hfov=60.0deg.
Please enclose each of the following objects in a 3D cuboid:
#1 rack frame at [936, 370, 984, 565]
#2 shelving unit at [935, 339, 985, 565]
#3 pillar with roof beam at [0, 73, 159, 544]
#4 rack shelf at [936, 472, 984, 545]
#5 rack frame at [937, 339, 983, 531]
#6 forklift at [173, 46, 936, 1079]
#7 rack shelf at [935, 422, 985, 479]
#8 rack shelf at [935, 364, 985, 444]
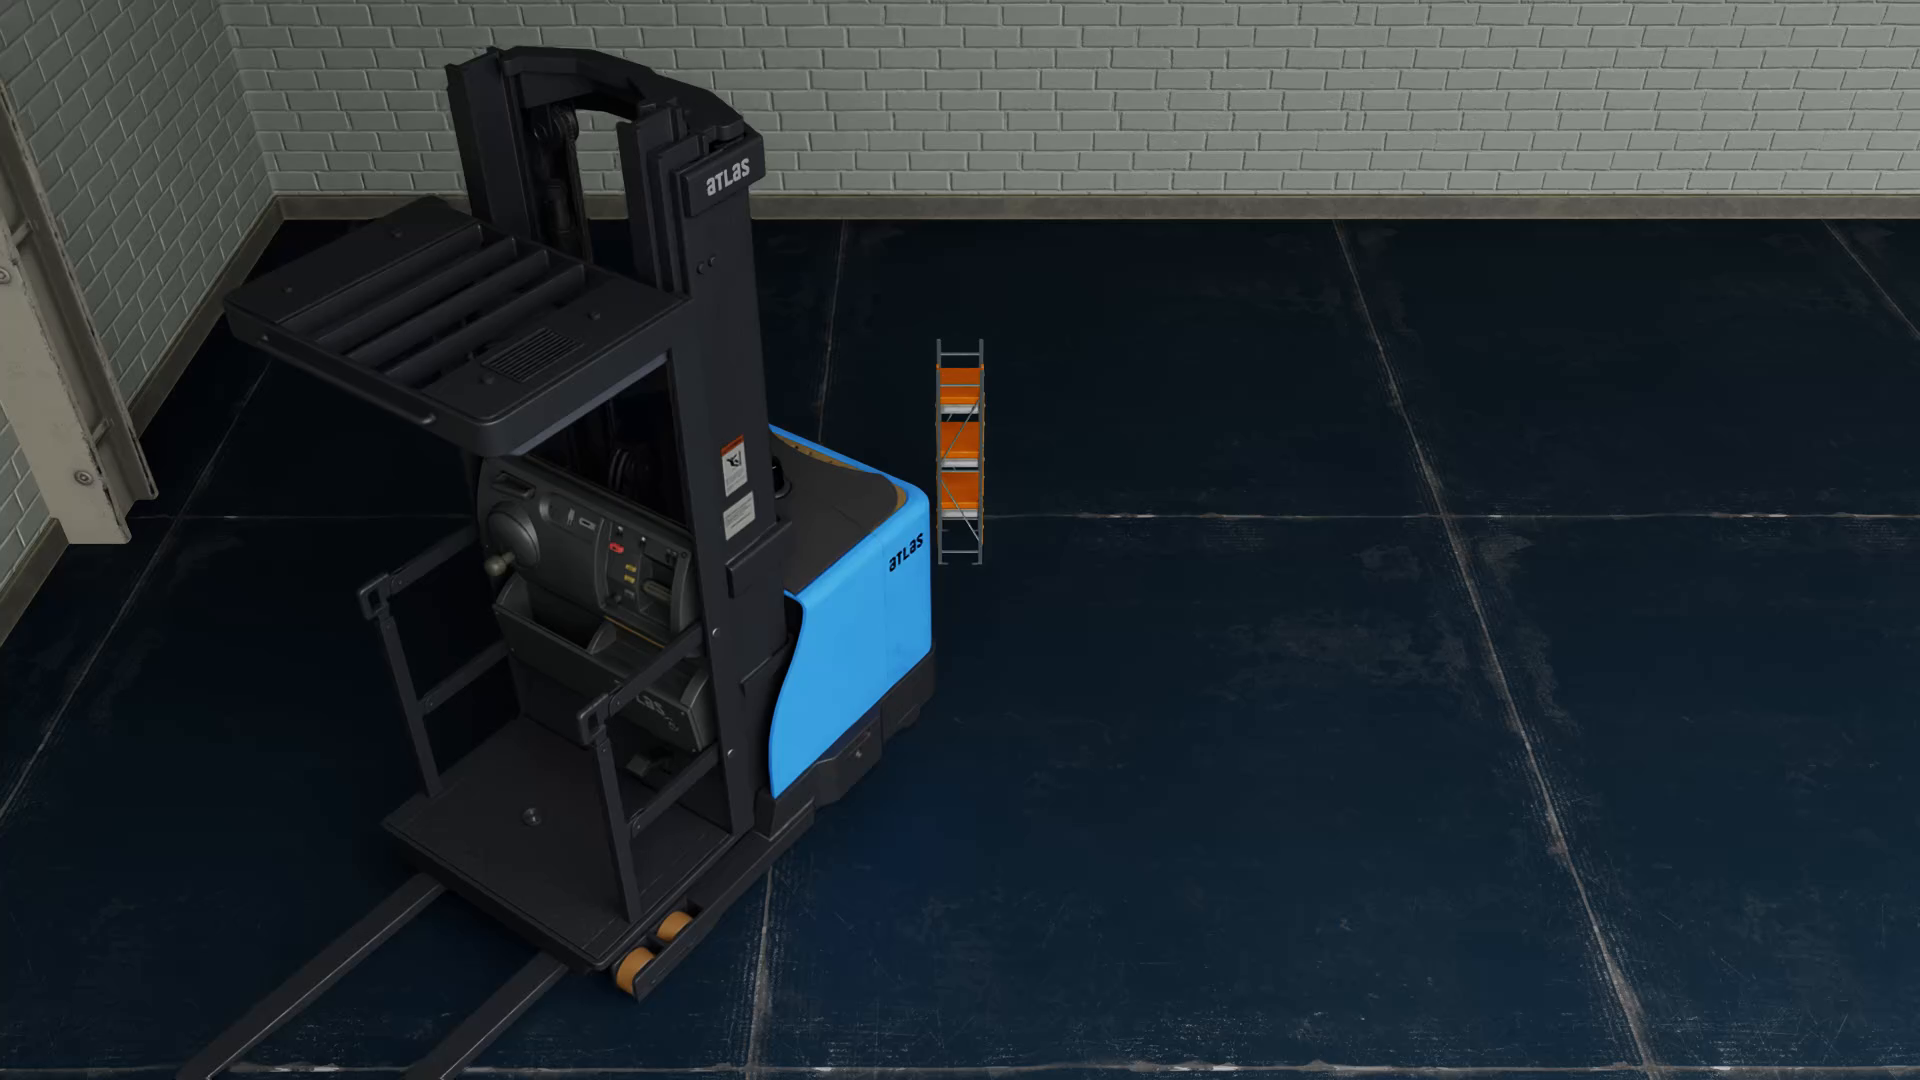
[{"bbox_3d":[0.000,-0.300,7.285,0.200,1.050,0.008,0,39,0],"label":"rack frame"},{"bbox_3d":[0.000,-0.376,7.380,0.215,1.050,0.252,0,39,0],"label":"shelving unit"},{"bbox_3d":[0.281,-3.622,5.074,9.100,9.000,0.400,0,39,0],"label":"pillar with roof beam"},{"bbox_3d":[0.000,-0.151,7.560,0.215,0.259,0.240,0,39,0],"label":"rack shelf"},{"bbox_3d":[0.000,-0.453,7.475,0.200,1.050,0.008,0,39,0],"label":"rack frame"},{"bbox_3d":[-1.354,0.093,5.290,1.130,2.935,3.031,24,44,27],"label":"forklift"},{"bbox_3d":[0.000,-0.368,7.387,0.215,0.259,0.240,0,39,0],"label":"rack shelf"},{"bbox_3d":[0.000,-0.589,7.209,0.215,0.259,0.240,0,39,0],"label":"rack shelf"}]
